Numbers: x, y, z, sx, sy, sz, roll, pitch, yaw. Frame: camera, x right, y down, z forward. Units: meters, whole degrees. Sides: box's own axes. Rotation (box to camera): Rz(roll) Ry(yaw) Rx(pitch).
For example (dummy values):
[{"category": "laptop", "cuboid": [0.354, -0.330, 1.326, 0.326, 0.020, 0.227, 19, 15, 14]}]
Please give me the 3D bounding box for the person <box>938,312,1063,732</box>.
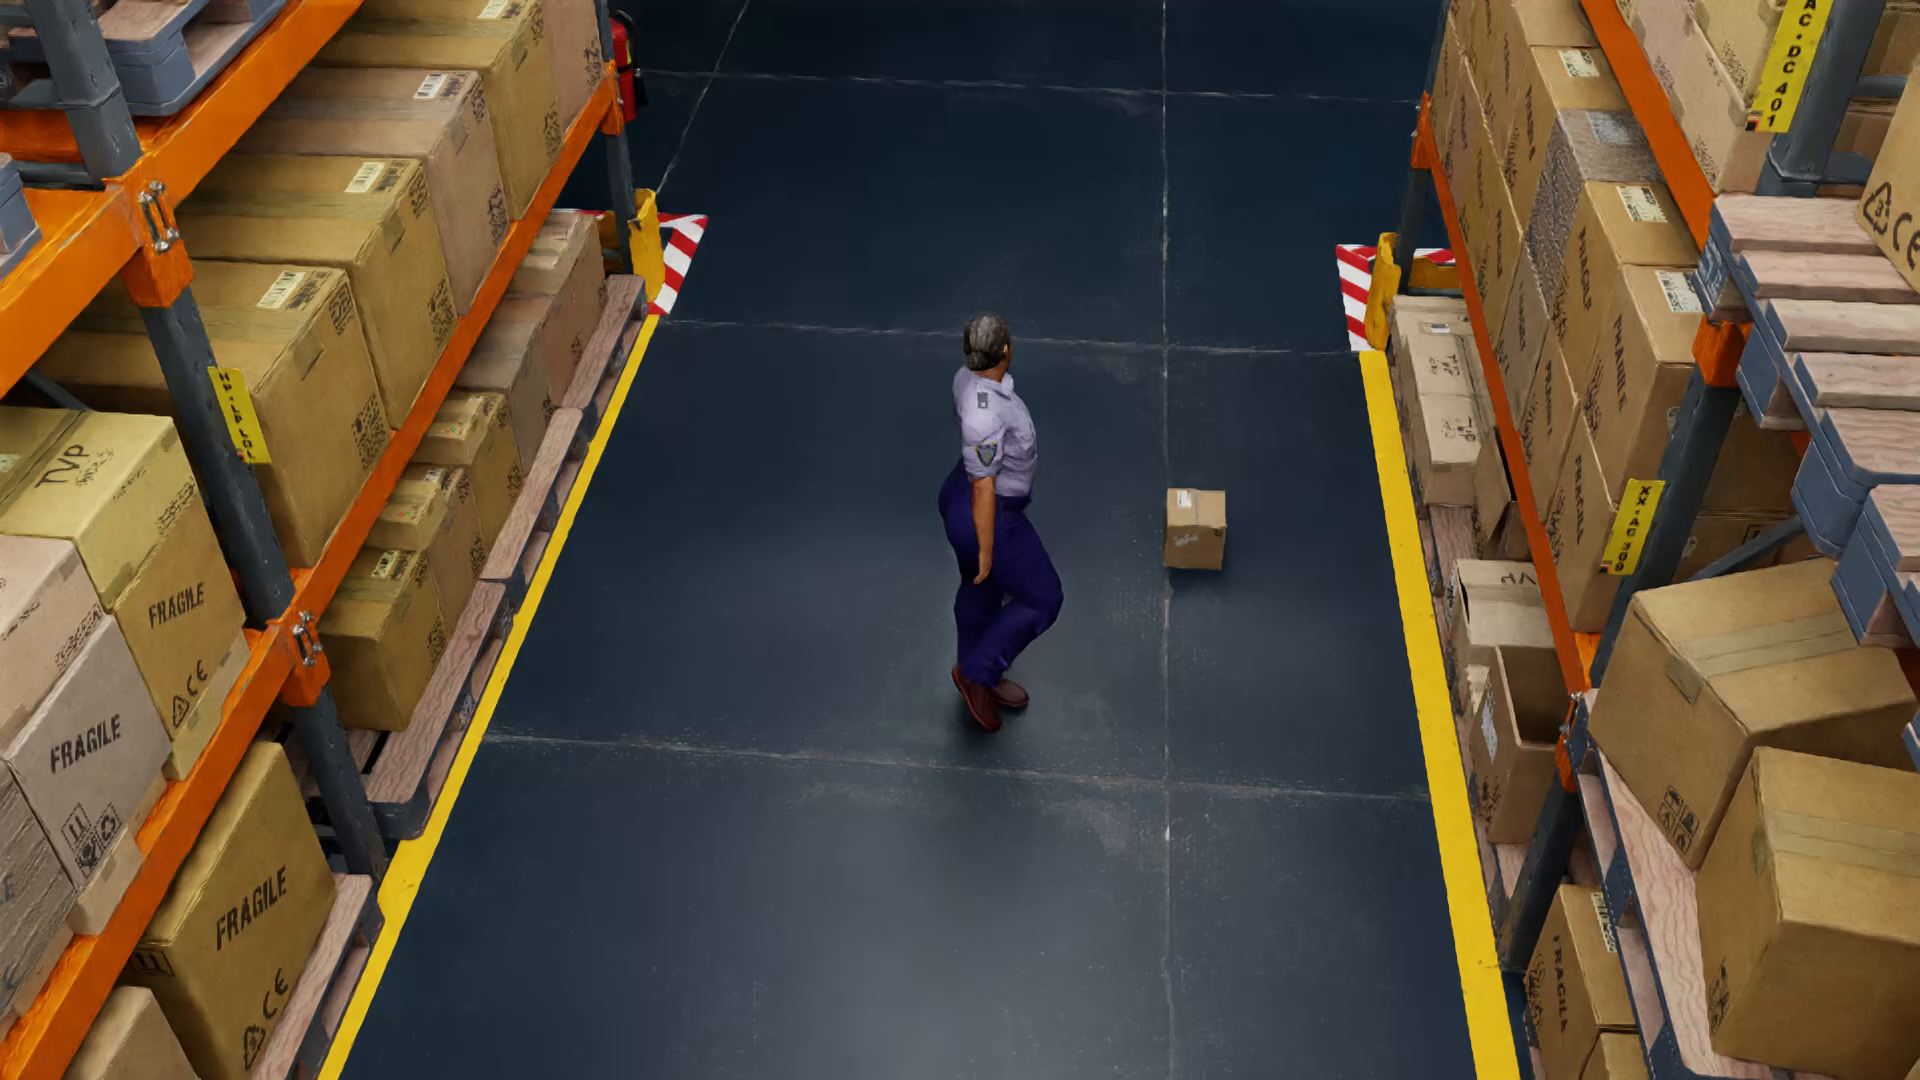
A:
[{"category": "person", "cuboid": [0.155, -0.050, 6.219, 0.453, 1.643, 0.694, -3, 40, -3]}]
